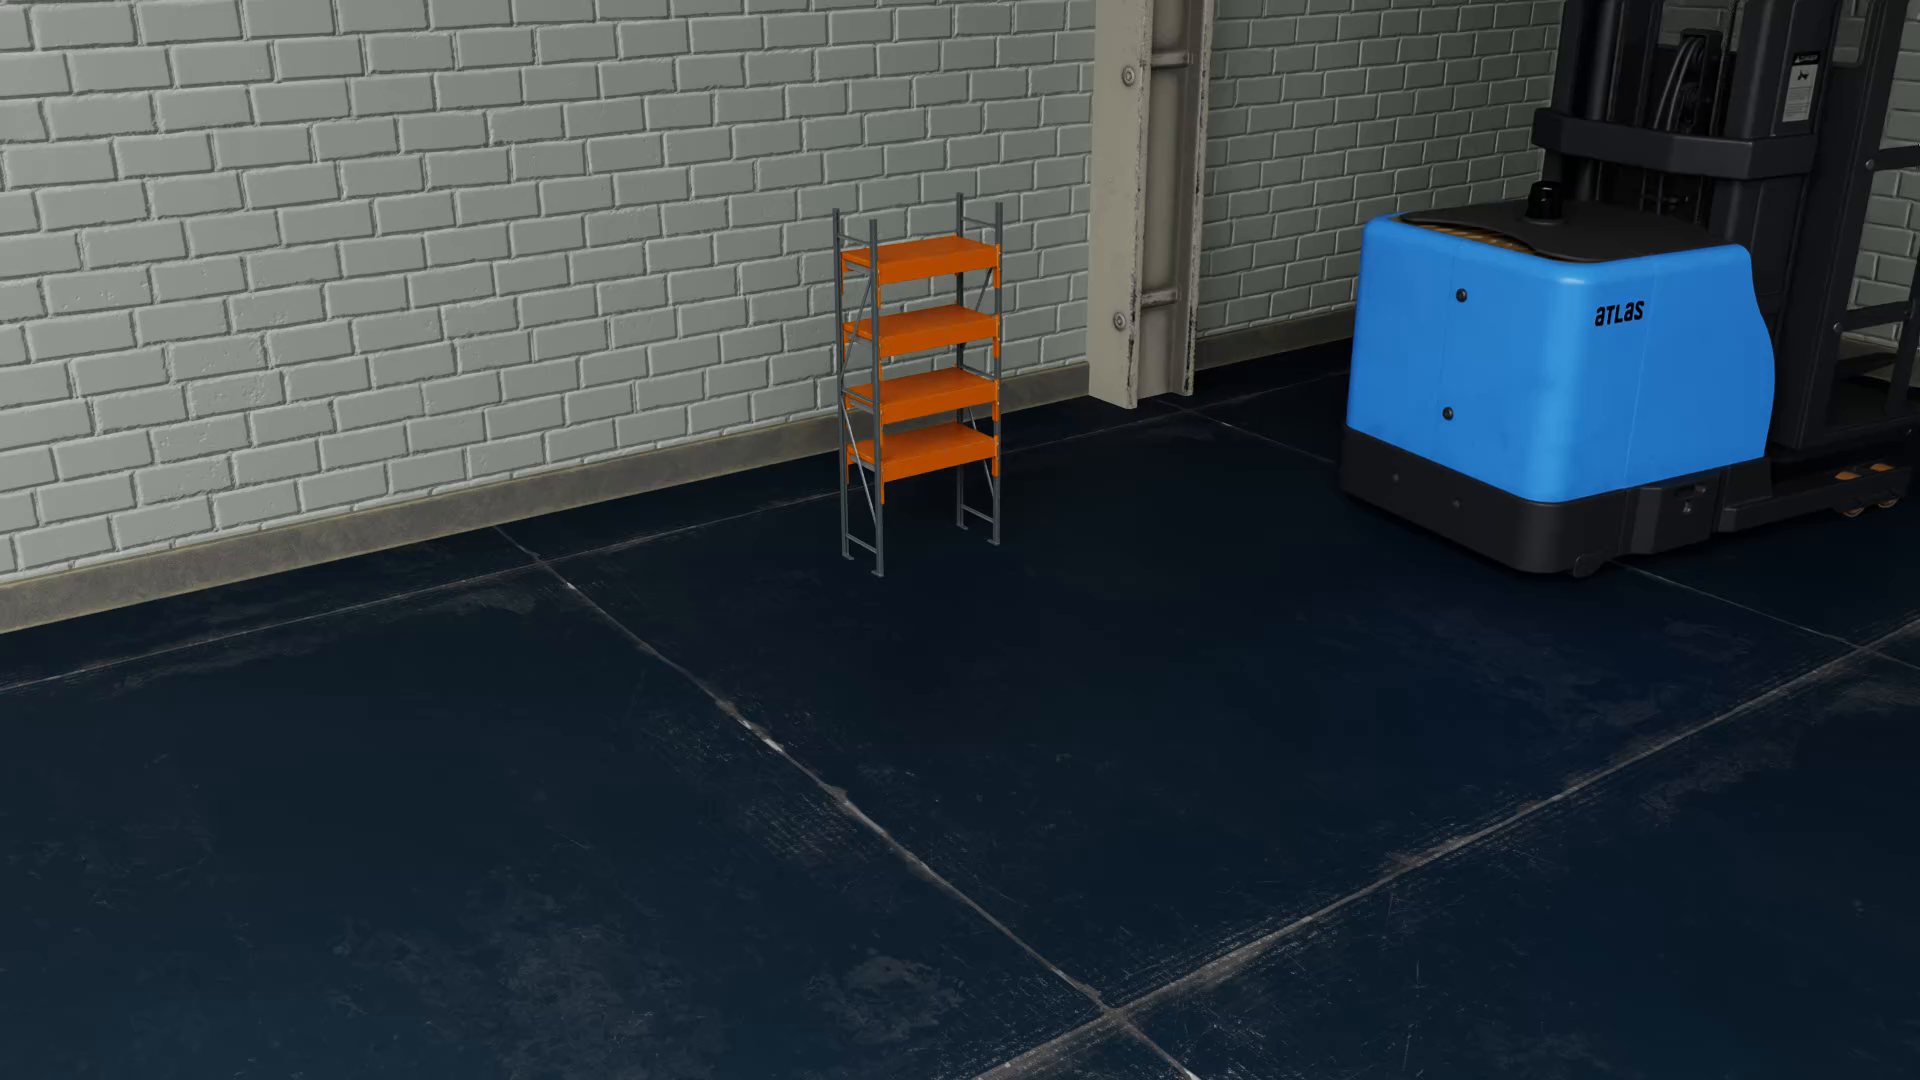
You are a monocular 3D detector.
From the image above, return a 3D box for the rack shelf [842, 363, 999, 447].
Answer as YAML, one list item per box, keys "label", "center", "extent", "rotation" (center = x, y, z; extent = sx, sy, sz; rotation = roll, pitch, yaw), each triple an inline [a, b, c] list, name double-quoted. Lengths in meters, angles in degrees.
- label: "rack shelf"
  center: [-0.134, -0.459, 5.609]
  extent: [0.480, 0.148, 0.258]
  rotation: [-15, 26, -33]

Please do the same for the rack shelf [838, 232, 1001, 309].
- label: "rack shelf"
  center: [-0.134, -0.886, 5.439]
  extent: [0.480, 0.148, 0.258]
  rotation: [-15, 26, -33]

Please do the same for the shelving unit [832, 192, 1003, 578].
- label: "shelving unit"
  center: [-0.134, -0.521, 5.584]
  extent: [0.503, 1.200, 0.258]
  rotation: [-15, 26, -33]

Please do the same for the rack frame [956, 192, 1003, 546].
- label: "rack frame"
  center: [0.064, -0.574, 5.717]
  extent: [0.015, 1.200, 0.240]
  rotation: [-15, 26, -33]

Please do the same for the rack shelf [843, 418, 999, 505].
- label: "rack shelf"
  center: [-0.134, -0.275, 5.683]
  extent: [0.480, 0.148, 0.258]
  rotation: [-15, 26, -33]

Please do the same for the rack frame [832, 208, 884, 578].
- label: "rack frame"
  center: [-0.332, -0.469, 5.452]
  extent: [0.015, 1.200, 0.240]
  rotation: [-15, 26, -33]

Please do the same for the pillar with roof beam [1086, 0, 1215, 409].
- label: "pillar with roof beam"
  center: [3.329, -3.551, 2.653]
  extent: [0.400, 9.000, 9.100]
  rotation: [-15, 26, -33]

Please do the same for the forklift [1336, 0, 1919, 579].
- label: "forklift"
  center: [2.951, -1.606, 5.966]
  extent: [3.031, 2.935, 1.130]
  rotation: [-11, 24, -26]

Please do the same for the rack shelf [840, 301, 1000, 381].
- label: "rack shelf"
  center: [-0.134, -0.667, 5.526]
  extent: [0.480, 0.148, 0.258]
  rotation: [-15, 26, -33]
